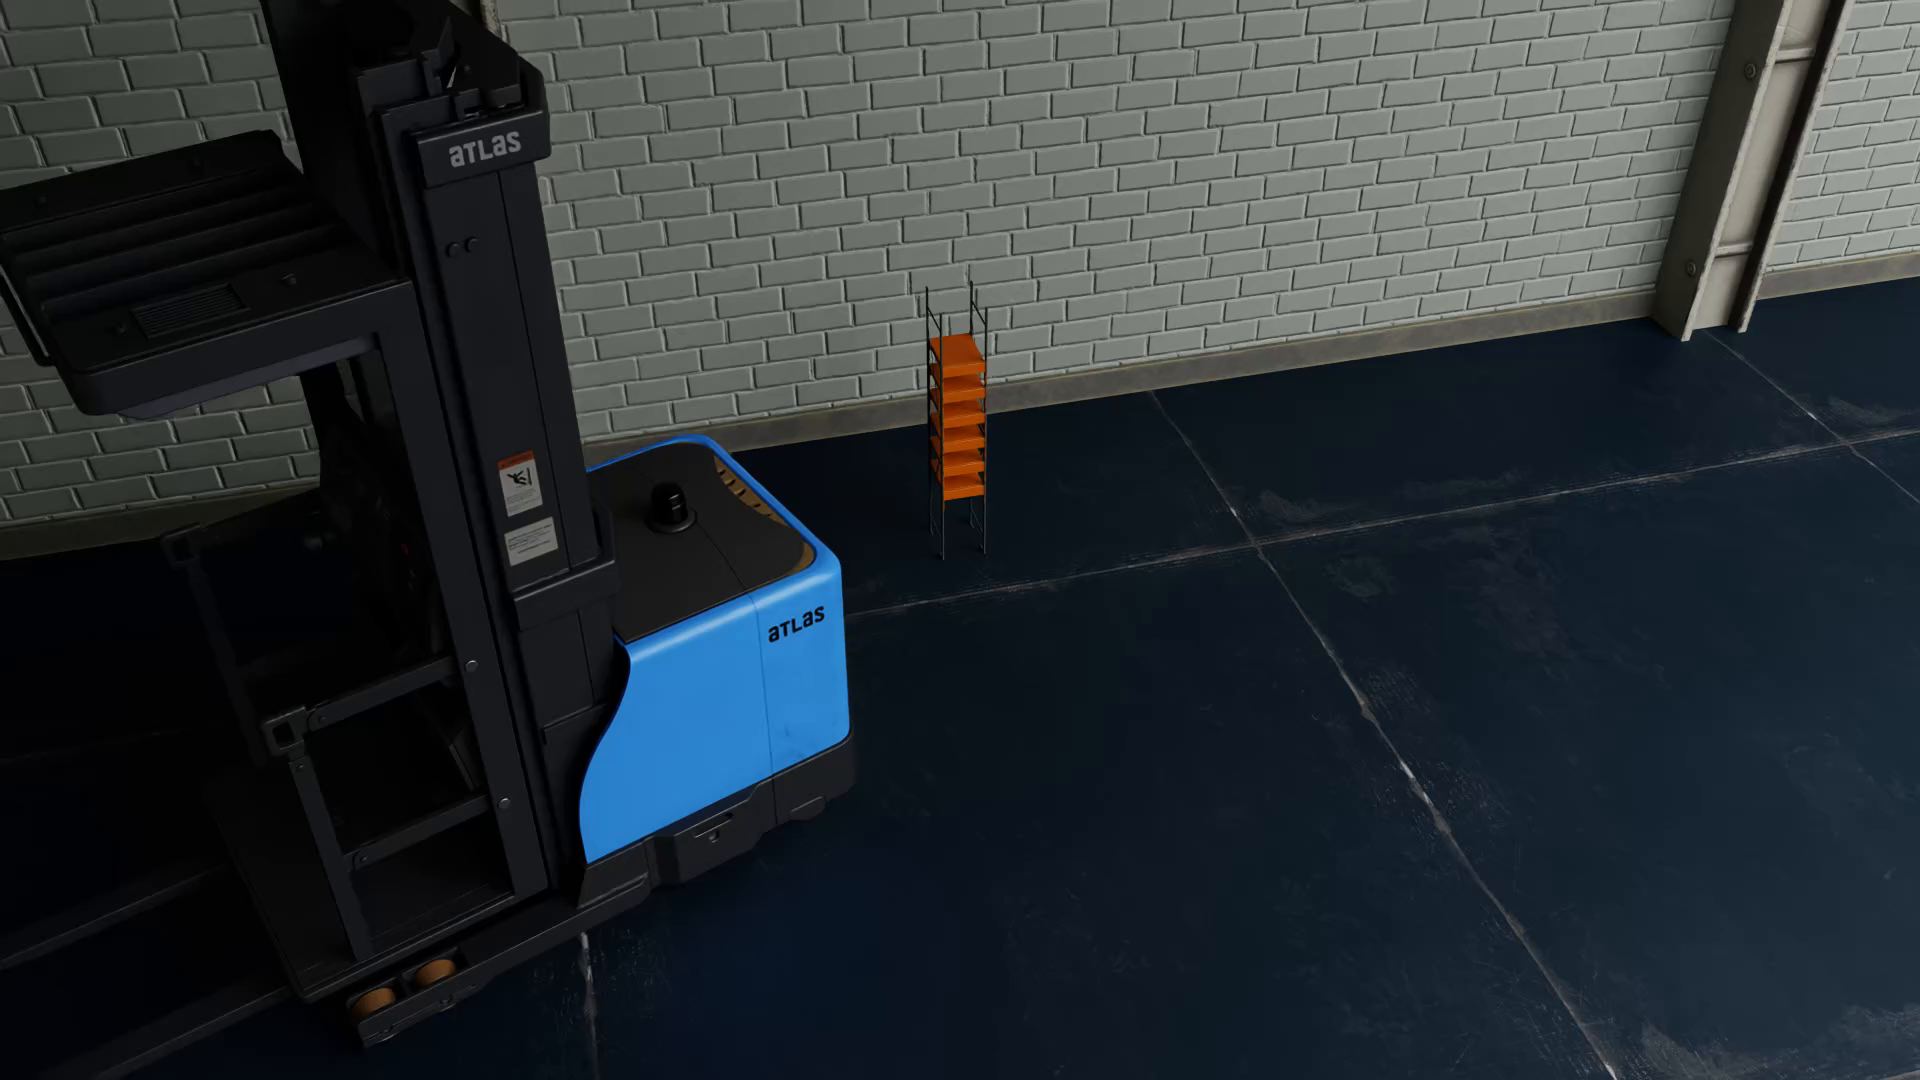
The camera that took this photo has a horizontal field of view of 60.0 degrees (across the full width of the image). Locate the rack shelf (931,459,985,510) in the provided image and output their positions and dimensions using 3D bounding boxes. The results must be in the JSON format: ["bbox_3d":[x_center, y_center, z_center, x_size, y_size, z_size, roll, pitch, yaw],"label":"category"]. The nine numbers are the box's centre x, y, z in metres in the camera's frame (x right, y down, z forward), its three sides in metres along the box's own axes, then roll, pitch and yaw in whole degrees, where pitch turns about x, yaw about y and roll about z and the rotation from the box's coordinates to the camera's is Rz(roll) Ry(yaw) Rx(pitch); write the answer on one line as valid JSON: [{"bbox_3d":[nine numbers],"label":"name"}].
[{"bbox_3d":[-0.014,-0.248,7.055,0.180,0.103,0.258,-9,38,-12],"label":"rack shelf"}]

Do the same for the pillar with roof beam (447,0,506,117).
[{"bbox_3d":[-0.796,-1.246,1.473,0.400,9.000,9.100,-9,38,-12],"label":"pillar with roof beam"}]

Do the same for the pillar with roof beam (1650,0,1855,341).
[{"bbox_3d":[4.997,-2.197,2.715,0.400,9.000,9.100,-9,38,-12],"label":"pillar with roof beam"}]

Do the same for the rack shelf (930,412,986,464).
[{"bbox_3d":[-0.014,-0.439,6.909,0.180,0.103,0.258,-9,38,-12],"label":"rack shelf"}]

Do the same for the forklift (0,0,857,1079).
[{"bbox_3d":[-1.870,0.036,4.790,3.031,2.935,1.130,-23,43,-27],"label":"forklift"}]

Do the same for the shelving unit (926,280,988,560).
[{"bbox_3d":[-0.014,-0.474,6.882,0.189,1.200,0.258,-9,38,-12],"label":"shelving unit"}]

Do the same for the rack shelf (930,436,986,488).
[{"bbox_3d":[-0.014,-0.344,6.982,0.180,0.103,0.258,-9,38,-12],"label":"rack shelf"}]

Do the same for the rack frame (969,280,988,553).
[{"bbox_3d":[0.074,-0.489,6.901,0.006,1.200,0.240,-9,38,-12],"label":"rack frame"}]

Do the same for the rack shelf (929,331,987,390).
[{"bbox_3d":[-0.014,-0.725,6.691,0.180,0.103,0.258,-9,38,-12],"label":"rack shelf"}]

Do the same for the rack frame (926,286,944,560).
[{"bbox_3d":[-0.102,-0.460,6.864,0.006,1.200,0.240,-9,38,-12],"label":"rack frame"}]

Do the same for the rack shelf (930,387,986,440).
[{"bbox_3d":[-0.014,-0.534,6.837,0.180,0.103,0.258,-9,38,-12],"label":"rack shelf"}]

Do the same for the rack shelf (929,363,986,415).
[{"bbox_3d":[-0.014,-0.630,6.764,0.180,0.103,0.258,-9,38,-12],"label":"rack shelf"}]
